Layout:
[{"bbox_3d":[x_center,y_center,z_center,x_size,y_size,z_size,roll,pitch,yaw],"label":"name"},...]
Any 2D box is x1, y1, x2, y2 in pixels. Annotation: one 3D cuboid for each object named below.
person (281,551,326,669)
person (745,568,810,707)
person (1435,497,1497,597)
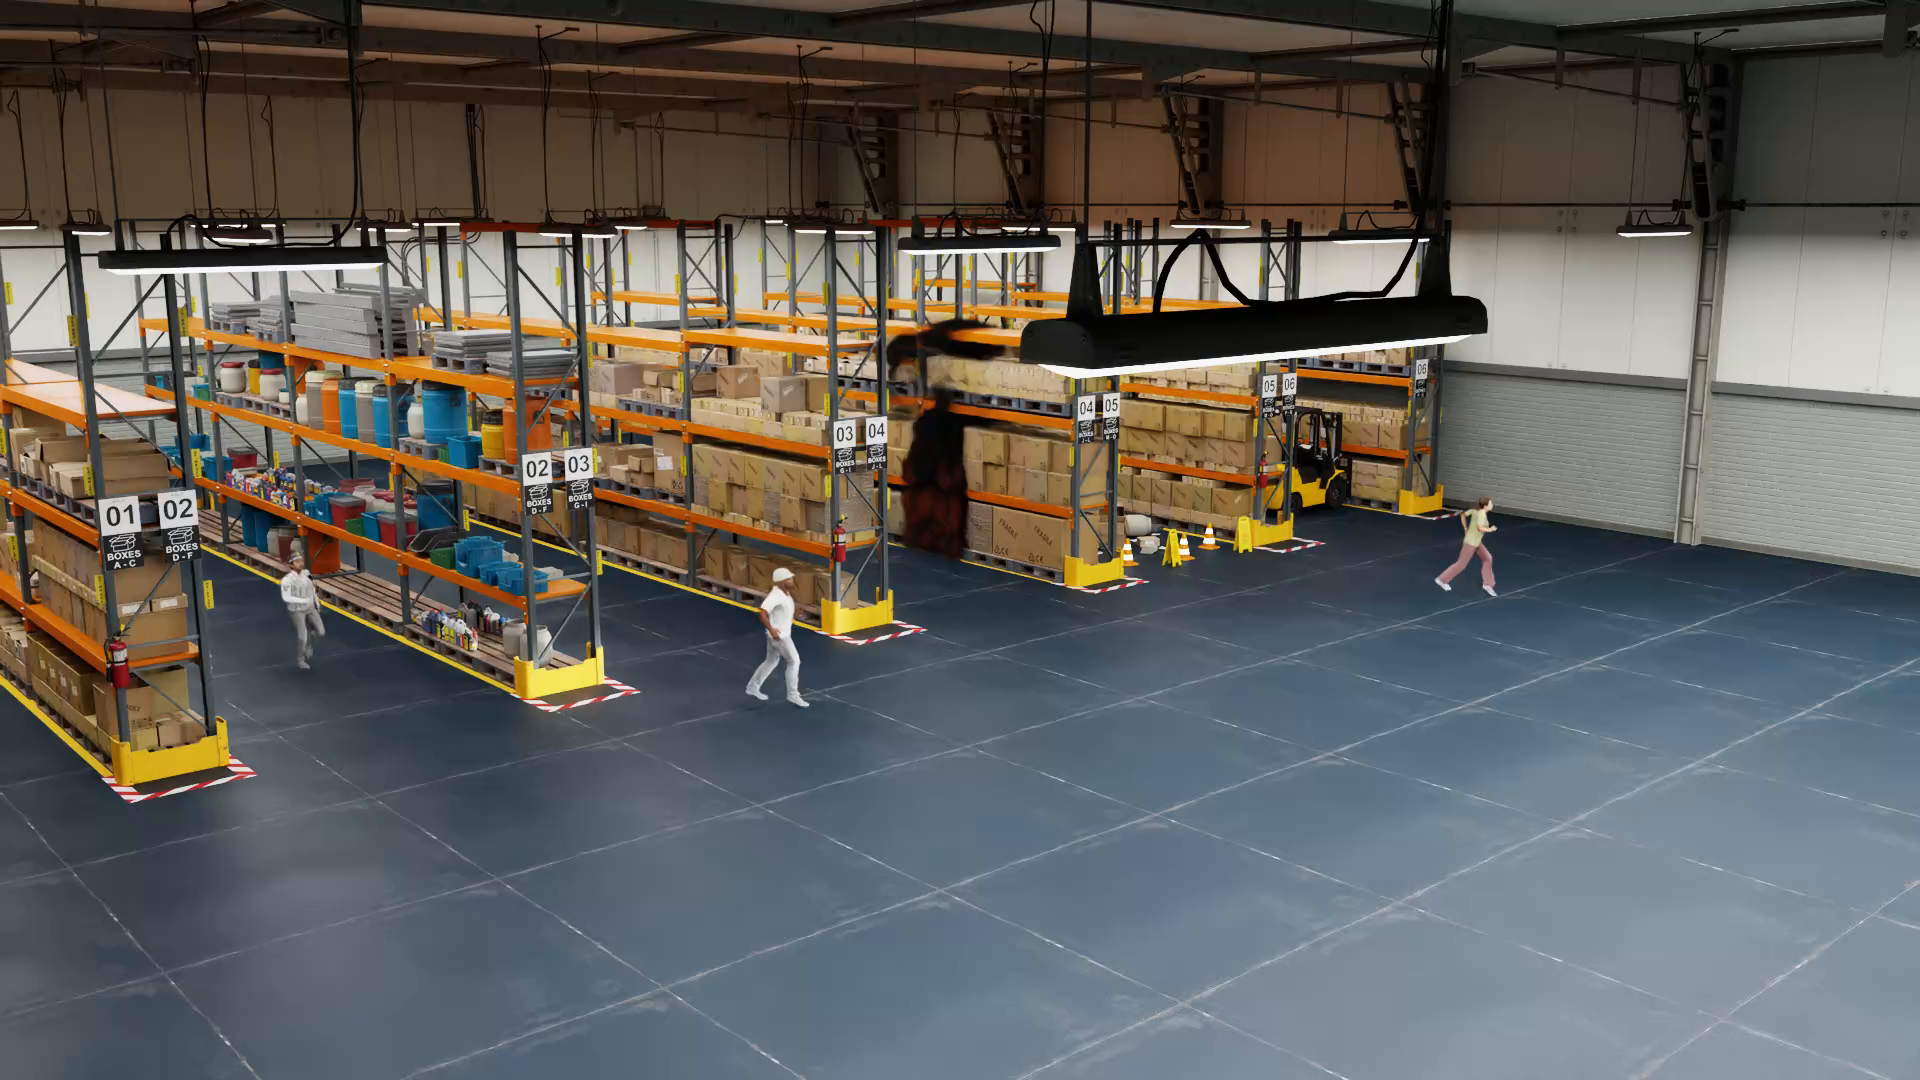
[{"bbox_3d":[-9.026,0.968,22.945,0.562,1.665,0.623,7,14,32],"label":"person"},{"bbox_3d":[-2.353,1.239,21.246,0.808,1.814,0.688,-2,12,-10],"label":"person"},{"bbox_3d":[8.321,0.110,27.203,1.012,1.671,0.578,3,12,12],"label":"person"}]
